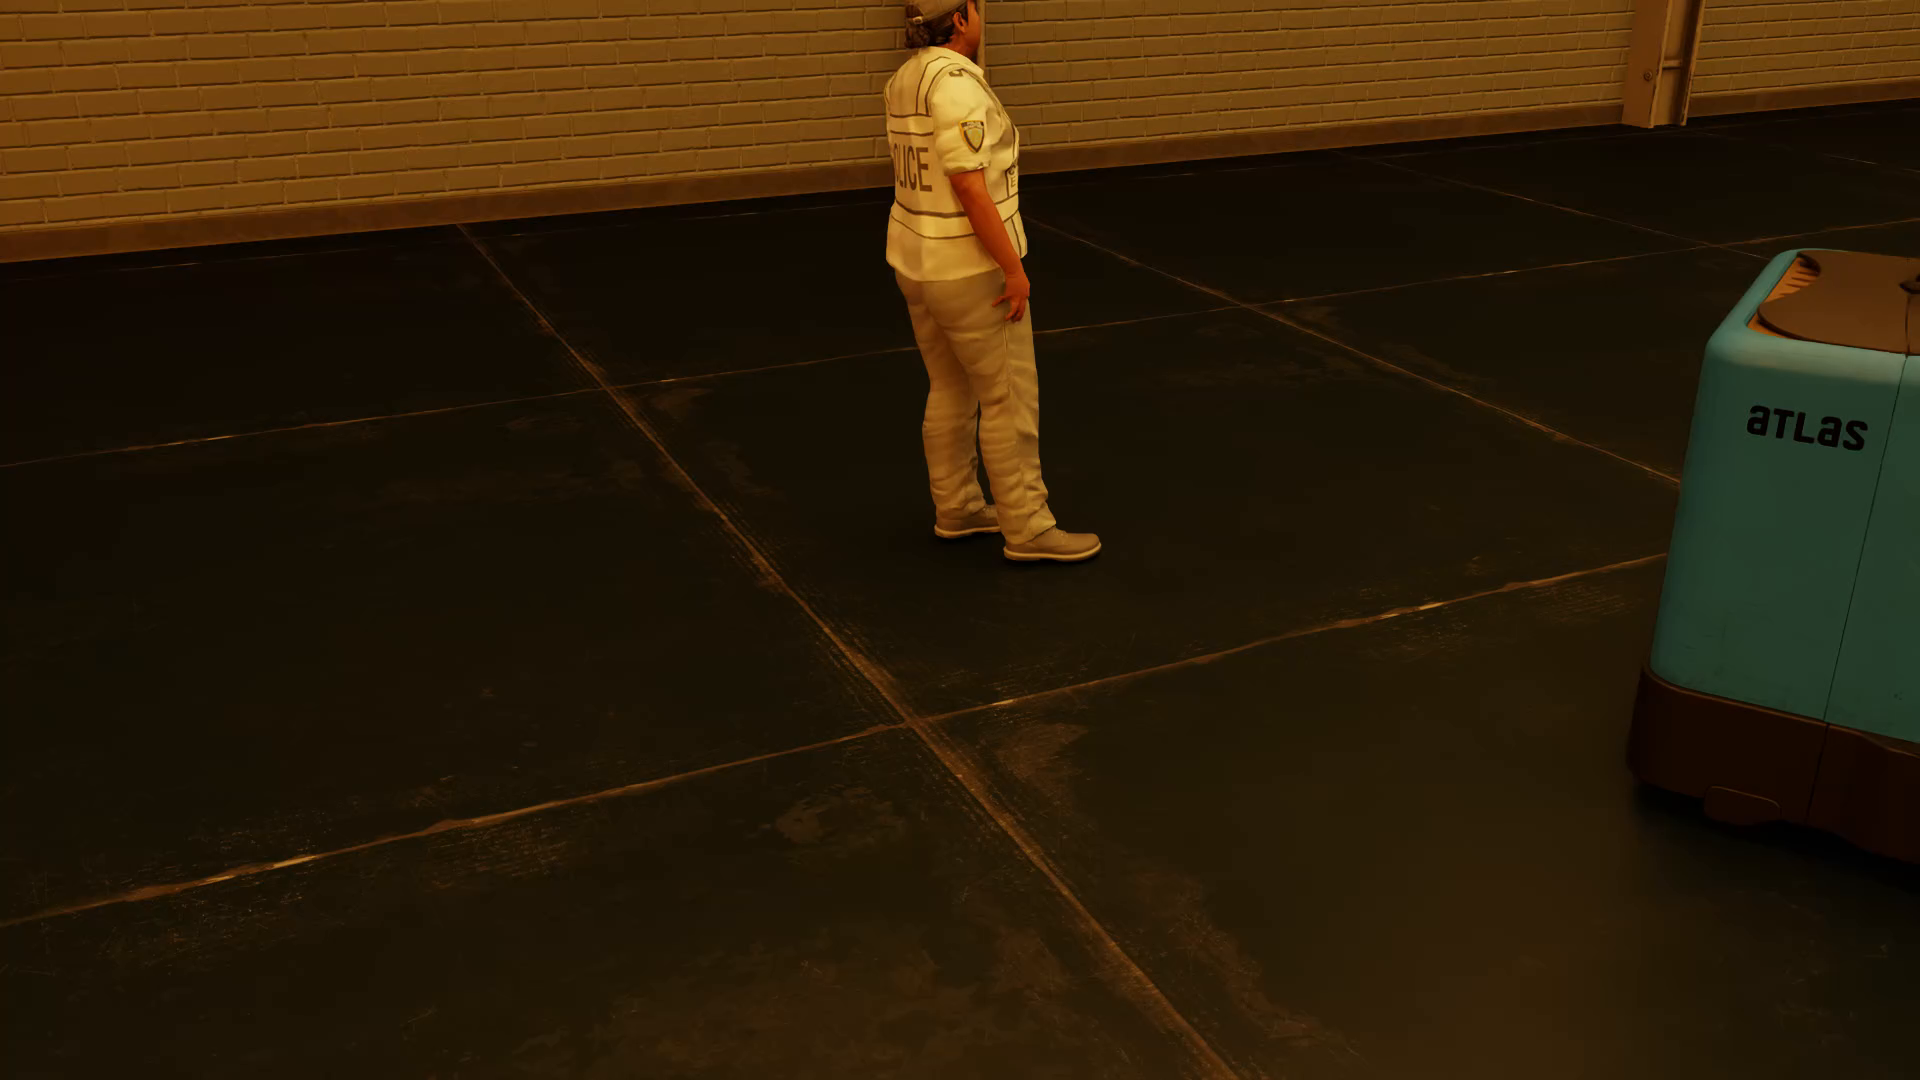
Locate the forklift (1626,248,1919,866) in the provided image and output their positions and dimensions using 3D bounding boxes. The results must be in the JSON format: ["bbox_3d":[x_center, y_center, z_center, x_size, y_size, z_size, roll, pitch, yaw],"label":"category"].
[{"bbox_3d":[3.007,-0.626,2.793,3.031,2.935,1.130,14,26,30],"label":"forklift"}]

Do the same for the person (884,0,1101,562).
[{"bbox_3d":[0.079,-0.781,4.795,0.529,1.670,0.599,-10,25,-23],"label":"person"}]
